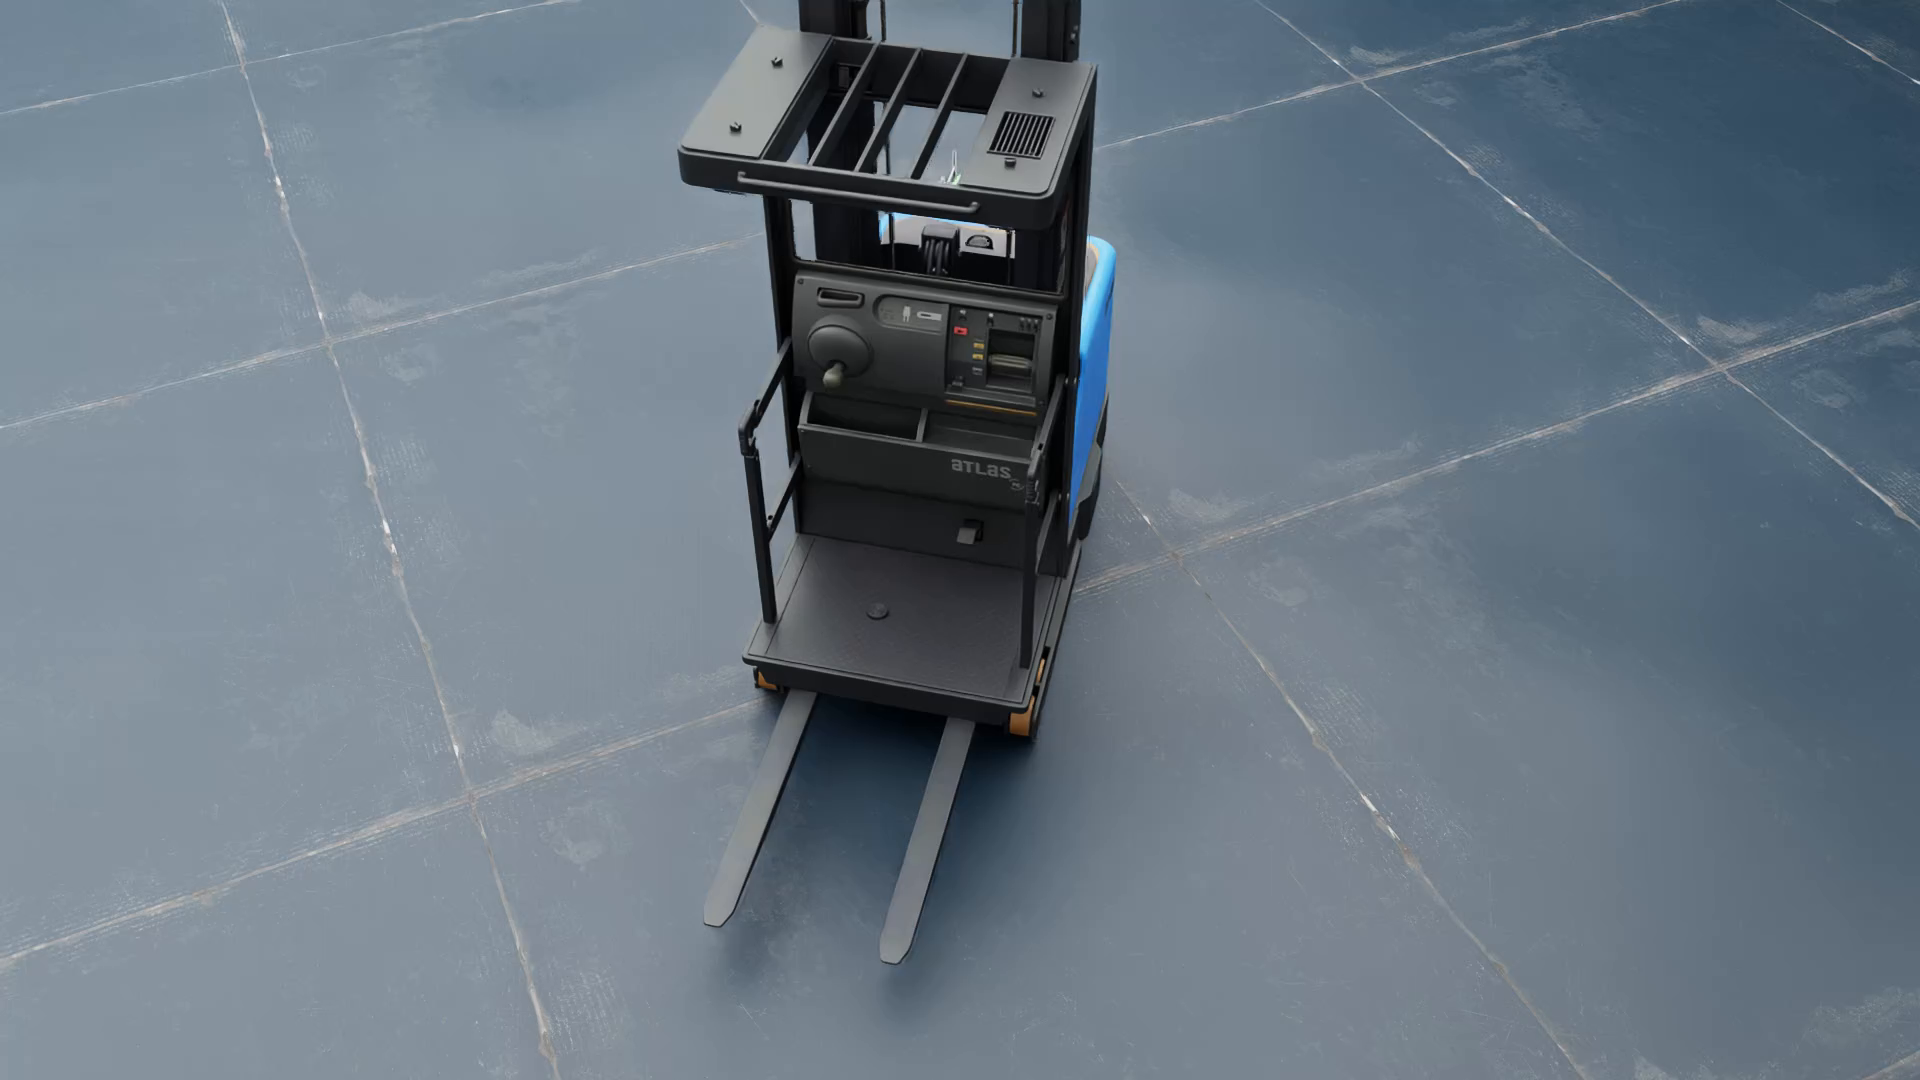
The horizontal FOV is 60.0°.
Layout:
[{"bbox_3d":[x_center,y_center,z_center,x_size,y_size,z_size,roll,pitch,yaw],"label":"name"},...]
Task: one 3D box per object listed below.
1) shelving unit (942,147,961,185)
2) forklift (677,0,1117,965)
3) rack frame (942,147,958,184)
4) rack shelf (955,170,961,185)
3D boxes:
[{"bbox_3d":[0.192,-1.125,7.401,0.503,1.200,0.258,9,44,9],"label":"shelving unit"},{"bbox_3d":[-0.178,-0.593,5.633,1.130,2.935,3.031,9,45,9],"label":"forklift"},{"bbox_3d":[-0.046,-1.163,7.439,0.015,1.200,0.240,9,44,9],"label":"rack frame"},{"bbox_3d":[0.194,-1.427,7.114,0.480,0.148,0.258,9,44,9],"label":"rack shelf"}]
